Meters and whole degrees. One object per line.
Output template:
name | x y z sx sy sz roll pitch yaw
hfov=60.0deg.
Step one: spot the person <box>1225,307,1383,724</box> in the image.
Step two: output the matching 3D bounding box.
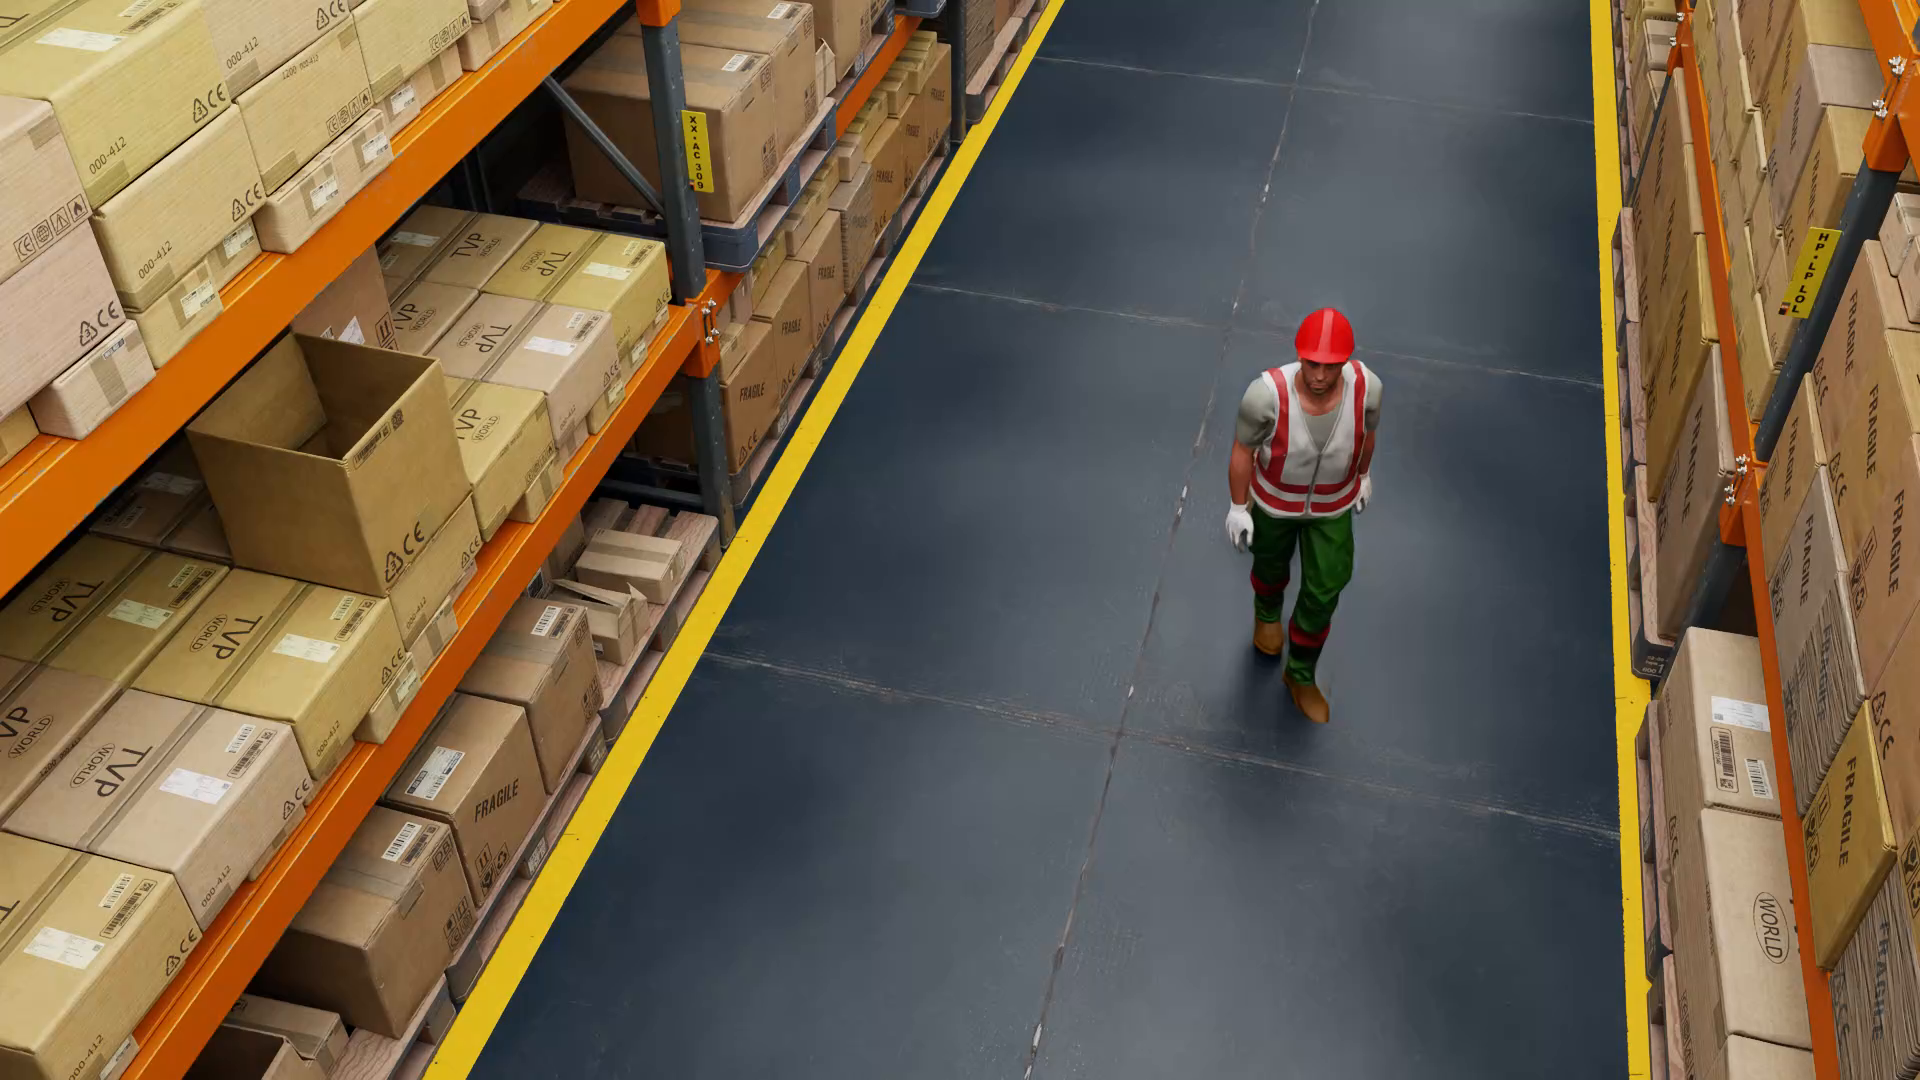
person | 1.289 -0.139 6.323 0.579 1.822 0.622 3 41 4
